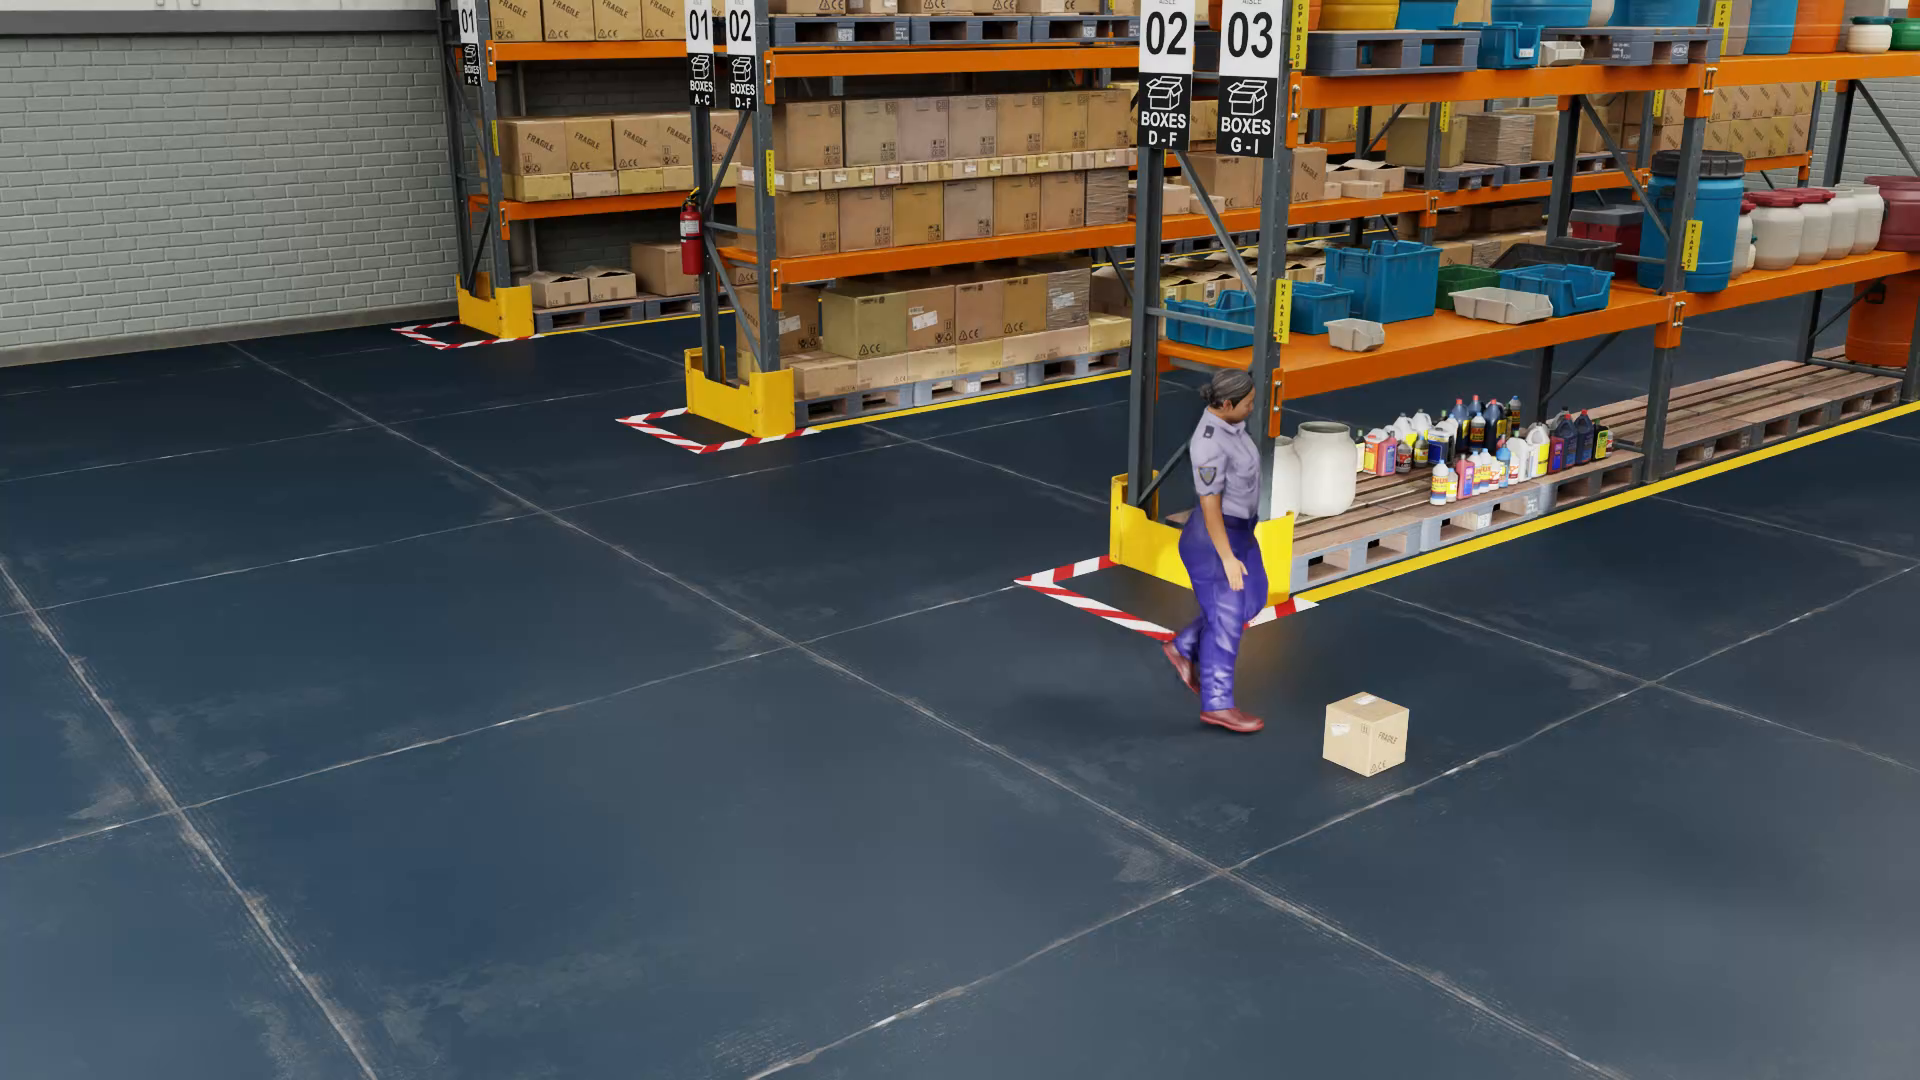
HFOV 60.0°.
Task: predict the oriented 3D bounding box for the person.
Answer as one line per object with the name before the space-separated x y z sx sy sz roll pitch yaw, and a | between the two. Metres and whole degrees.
person | 1.173 0.021 7.479 0.520 1.623 0.538 6 19 18
